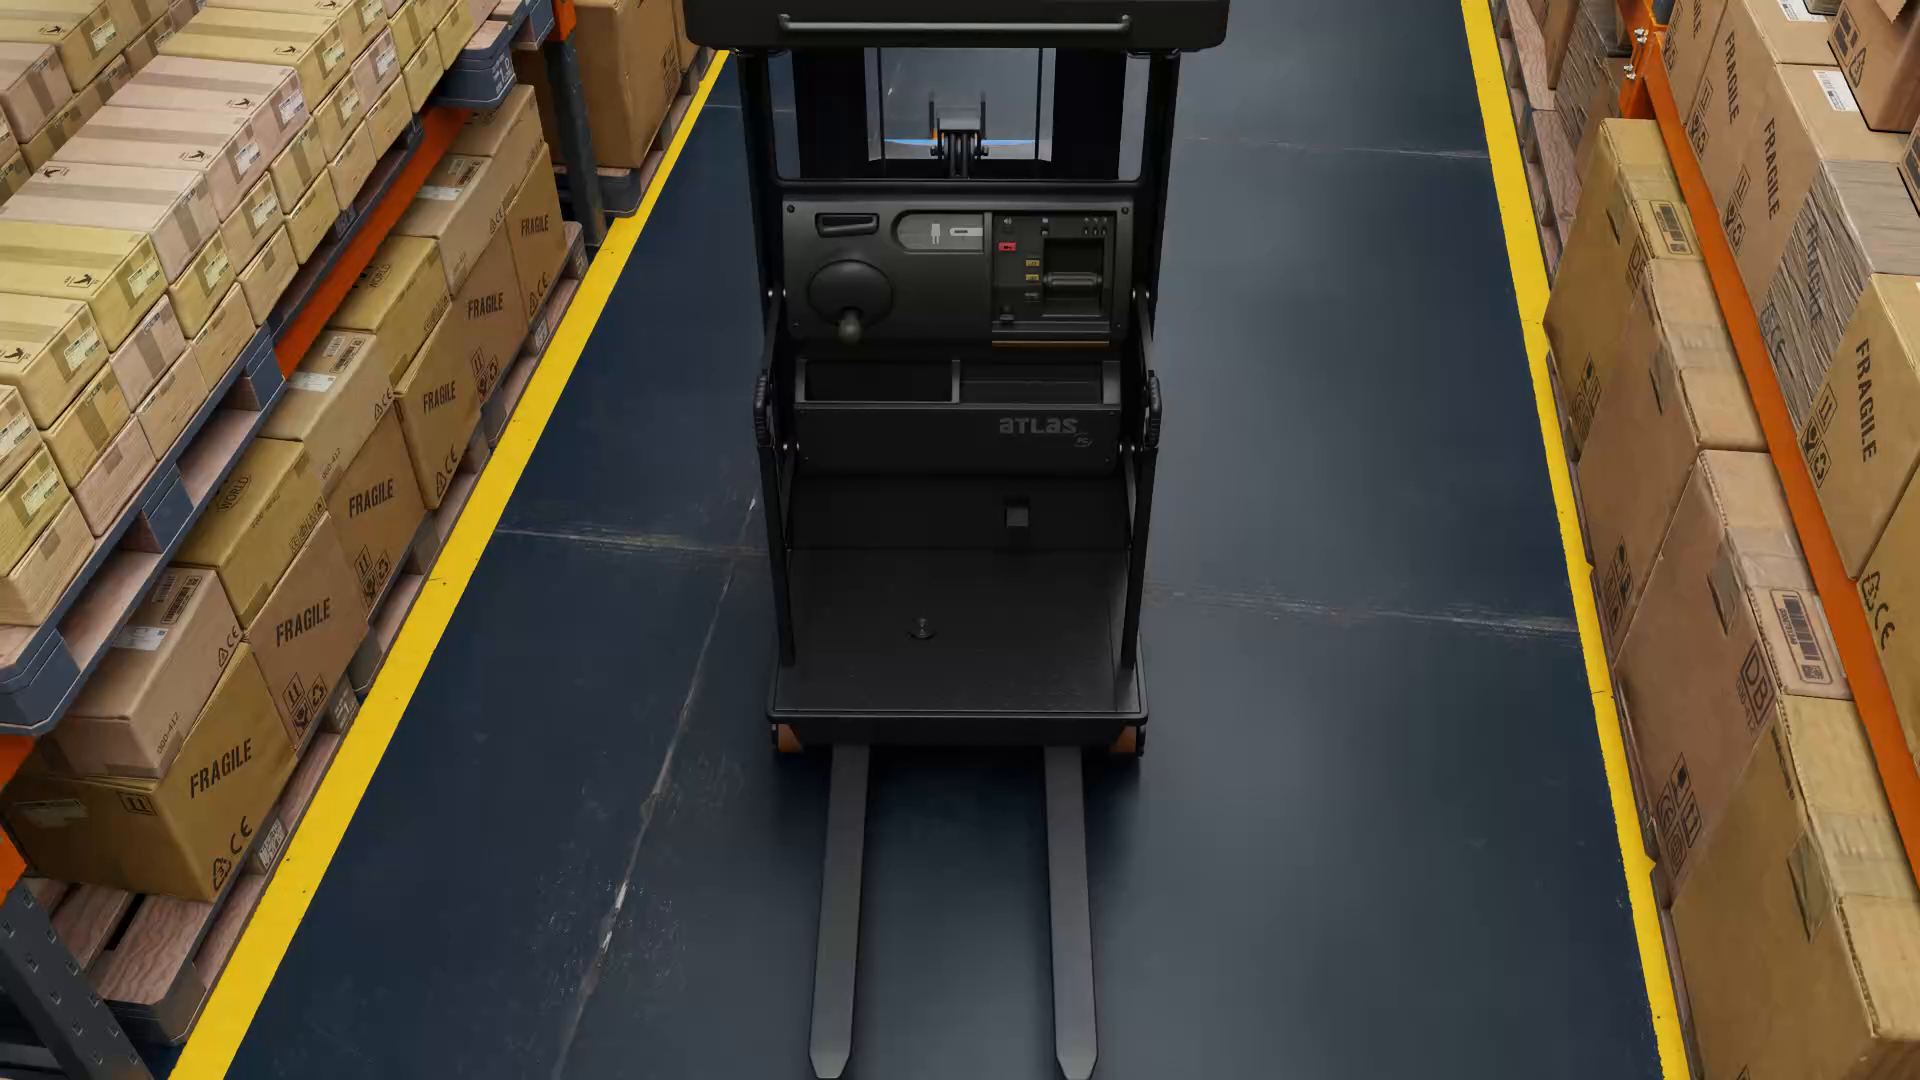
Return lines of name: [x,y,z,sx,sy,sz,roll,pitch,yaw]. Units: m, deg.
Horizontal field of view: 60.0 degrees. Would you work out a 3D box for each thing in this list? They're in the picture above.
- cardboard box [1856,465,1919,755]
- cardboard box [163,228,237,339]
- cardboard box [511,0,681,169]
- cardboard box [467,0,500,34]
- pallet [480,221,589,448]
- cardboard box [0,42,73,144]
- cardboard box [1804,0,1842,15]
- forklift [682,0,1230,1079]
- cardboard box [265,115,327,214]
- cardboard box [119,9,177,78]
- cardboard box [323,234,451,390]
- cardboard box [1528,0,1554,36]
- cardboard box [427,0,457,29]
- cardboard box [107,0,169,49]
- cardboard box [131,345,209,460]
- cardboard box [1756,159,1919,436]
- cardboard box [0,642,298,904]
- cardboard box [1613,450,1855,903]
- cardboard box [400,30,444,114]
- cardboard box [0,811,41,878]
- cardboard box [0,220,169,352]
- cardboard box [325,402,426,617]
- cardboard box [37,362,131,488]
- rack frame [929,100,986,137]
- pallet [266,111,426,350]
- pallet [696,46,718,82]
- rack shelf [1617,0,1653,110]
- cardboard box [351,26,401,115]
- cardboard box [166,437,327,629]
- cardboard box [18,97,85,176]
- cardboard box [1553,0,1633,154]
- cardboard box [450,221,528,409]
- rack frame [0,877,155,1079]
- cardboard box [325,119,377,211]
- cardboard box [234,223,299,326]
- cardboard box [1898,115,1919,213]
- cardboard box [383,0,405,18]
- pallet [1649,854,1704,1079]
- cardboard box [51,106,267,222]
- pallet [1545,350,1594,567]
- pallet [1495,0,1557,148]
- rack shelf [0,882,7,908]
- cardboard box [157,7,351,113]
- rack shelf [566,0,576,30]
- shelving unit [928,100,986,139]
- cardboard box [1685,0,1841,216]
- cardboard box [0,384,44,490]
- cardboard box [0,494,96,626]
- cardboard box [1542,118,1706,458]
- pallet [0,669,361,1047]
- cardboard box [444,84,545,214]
cardboard box: [2.222,0.120,3.369,0.500,0.500,0.500,7,44,7]
cardboard box: [-1.936,-0.610,3.873,0.380,0.149,0.250,4,44,4]
cardboard box: [-1.846,-2.152,7.172,1.050,0.750,0.750,5,44,5]
cardboard box: [-1.693,-1.749,5.292,0.380,0.149,0.250,6,44,6]
pallet: [-2.120,-0.865,6.510,1.003,0.211,1.213,5,44,6]
cardboard box: [-2.511,-1.140,4.217,0.380,0.149,0.250,3,44,4]
cardboard box: [2.775,-1.794,4.660,0.797,0.503,0.637,7,44,7]
forklift: [-0.005,-0.632,4.285,1.130,2.935,3.031,0,43,0]
cardboard box: [-1.868,-0.974,4.258,0.380,0.149,0.250,5,44,5]
cardboard box: [-2.447,-1.390,4.697,0.380,0.149,0.250,5,44,5]
cardboard box: [-1.985,-0.747,5.324,0.500,0.250,0.500,6,44,6]
cardboard box: [3.159,-2.747,7.967,0.700,0.500,0.500,2,43,2]
cardboard box: [-1.729,-1.669,4.992,0.380,0.149,0.250,5,44,6]
cardboard box: [-2.441,-1.494,4.590,0.380,0.149,0.250,6,44,7]
cardboard box: [-1.968,-0.331,3.795,0.380,0.149,0.250,6,44,6]
cardboard box: [2.356,-0.578,4.106,0.500,0.500,0.500,5,44,6]
cardboard box: [-2.184,0.592,4.456,0.500,0.500,0.500,7,44,7]
cardboard box: [2.541,0.408,4.377,1.225,0.875,0.875,4,44,4]
cardboard box: [-1.764,-1.395,4.919,0.380,0.149,0.250,3,44,4]
cardboard box: [-2.696,0.544,4.506,0.500,0.500,0.500,4,44,5]
cardboard box: [-1.969,-0.553,3.596,0.380,0.149,0.250,6,44,6]
cardboard box: [-2.059,-0.127,5.215,0.500,0.500,0.500,6,44,6]
cardboard box: [-2.004,-0.256,3.500,0.380,0.149,0.250,4,44,5]
rack frame: [-0.009,-1.169,6.221,0.200,1.050,0.008,0,43,0]
pallet: [-2.236,-0.987,4.750,1.003,0.211,1.213,5,44,6]
pallet: [-1.673,-2.757,8.508,1.003,0.211,1.213,5,44,6]
rack shelf: [3.152,-2.992,7.251,1.077,0.370,4.000,5,44,6]
cardboard box: [-1.798,-1.322,4.625,0.380,0.149,0.250,6,44,7]
cardboard box: [-2.117,-0.043,4.581,0.500,0.250,0.500,6,44,7]
cardboard box: [-2.517,-1.041,4.328,0.380,0.149,0.250,5,44,6]
cardboard box: [3.017,-1.980,7.157,0.700,0.500,0.500,2,43,2]
cardboard box: [-1.916,-0.829,5.956,0.500,0.500,0.500,7,44,7]
rack frame: [-2.541,0.317,3.234,0.949,2.616,0.053,5,44,6]
cardboard box: [-1.832,-1.033,4.537,0.380,0.149,0.250,3,44,4]
cardboard box: [-1.901,-0.675,4.159,0.380,0.149,0.250,3,44,4]
cardboard box: [2.604,-0.892,3.708,0.797,0.503,0.637,7,44,7]
cardboard box: [-1.765,-1.616,4.719,0.380,0.149,0.250,5,44,6]
pallet: [2.386,1.316,4.207,1.003,0.211,1.213,5,44,6]
cardboard box: [-1.900,-0.897,3.960,0.380,0.149,0.250,5,44,5]
pallet: [2.709,-0.347,5.963,1.003,0.211,1.213,5,44,6]
pallet: [3.156,-2.239,7.961,1.003,0.211,1.213,5,44,6]
rack shelf: [-2.809,1.941,2.042,1.077,0.370,4.000,5,44,6]
cardboard box: [-1.834,-1.253,4.336,0.380,0.149,0.250,6,44,7]
rack shelf: [-1.751,-3.511,7.800,1.077,0.370,4.000,5,44,6]
shelving unit: [-0.010,-1.085,6.132,0.215,1.050,0.252,0,43,0]
cardboard box: [2.488,-1.268,4.835,0.500,0.500,0.500,4,44,4]
cardboard box: [-2.036,-0.188,3.211,0.380,0.149,0.250,7,44,8]
cardboard box: [-2.036,0.028,3.416,0.380,0.149,0.250,3,44,3]
cardboard box: [2.776,-0.802,5.656,1.225,0.875,0.875,3,44,4]
pallet: [-2.443,0.798,4.753,1.003,0.211,1.213,5,44,6]
cardboard box: [-1.846,-1.437,6.053,0.500,0.250,0.500,4,44,5]
